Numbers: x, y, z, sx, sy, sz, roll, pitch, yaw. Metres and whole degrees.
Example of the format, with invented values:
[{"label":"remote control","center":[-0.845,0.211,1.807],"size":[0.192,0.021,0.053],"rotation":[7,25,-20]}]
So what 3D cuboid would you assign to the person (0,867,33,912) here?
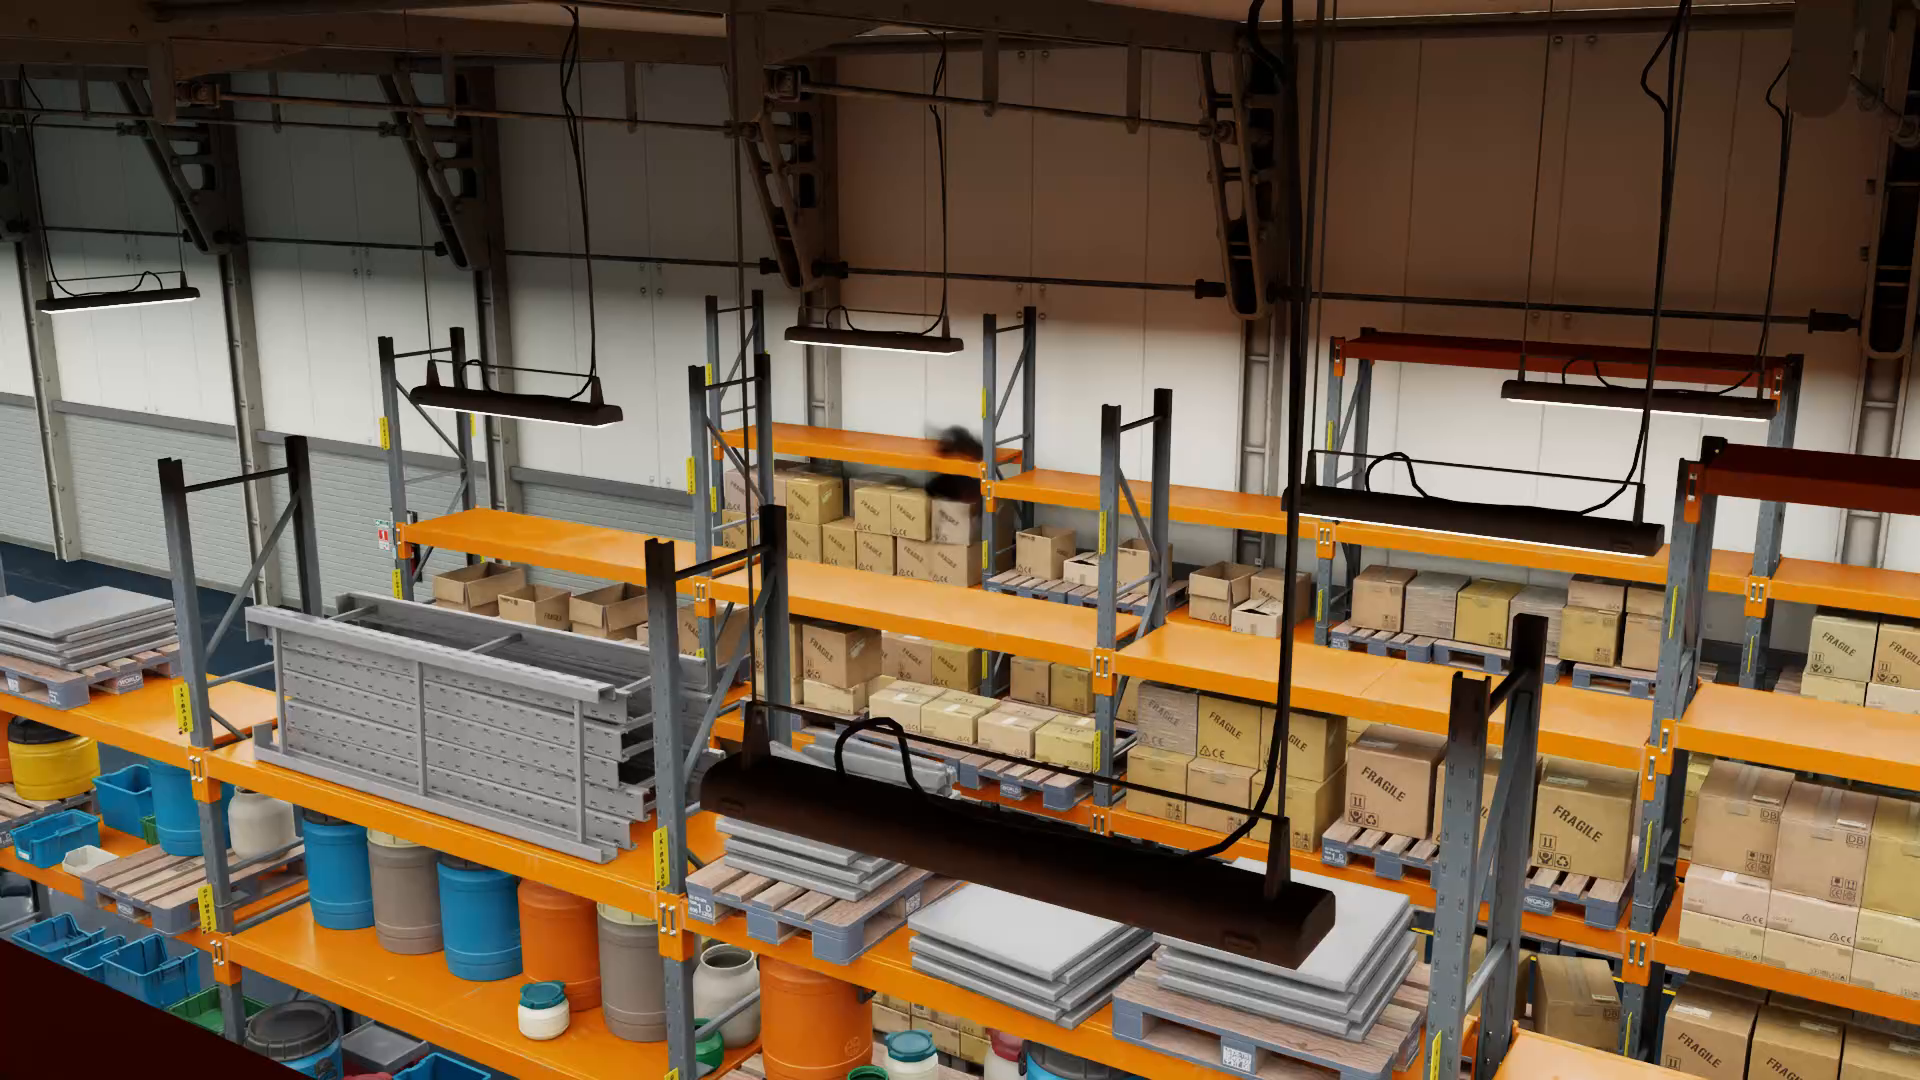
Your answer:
[{"label":"person","center":[-9.731,3.269,16.815],"size":[0.722,1.579,0.539],"rotation":[-11,18,-39]}]

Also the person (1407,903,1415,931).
[{"label":"person","center":[3.896,3.626,14.967],"size":[0.889,1.754,0.610],"rotation":[8,16,30]}]
